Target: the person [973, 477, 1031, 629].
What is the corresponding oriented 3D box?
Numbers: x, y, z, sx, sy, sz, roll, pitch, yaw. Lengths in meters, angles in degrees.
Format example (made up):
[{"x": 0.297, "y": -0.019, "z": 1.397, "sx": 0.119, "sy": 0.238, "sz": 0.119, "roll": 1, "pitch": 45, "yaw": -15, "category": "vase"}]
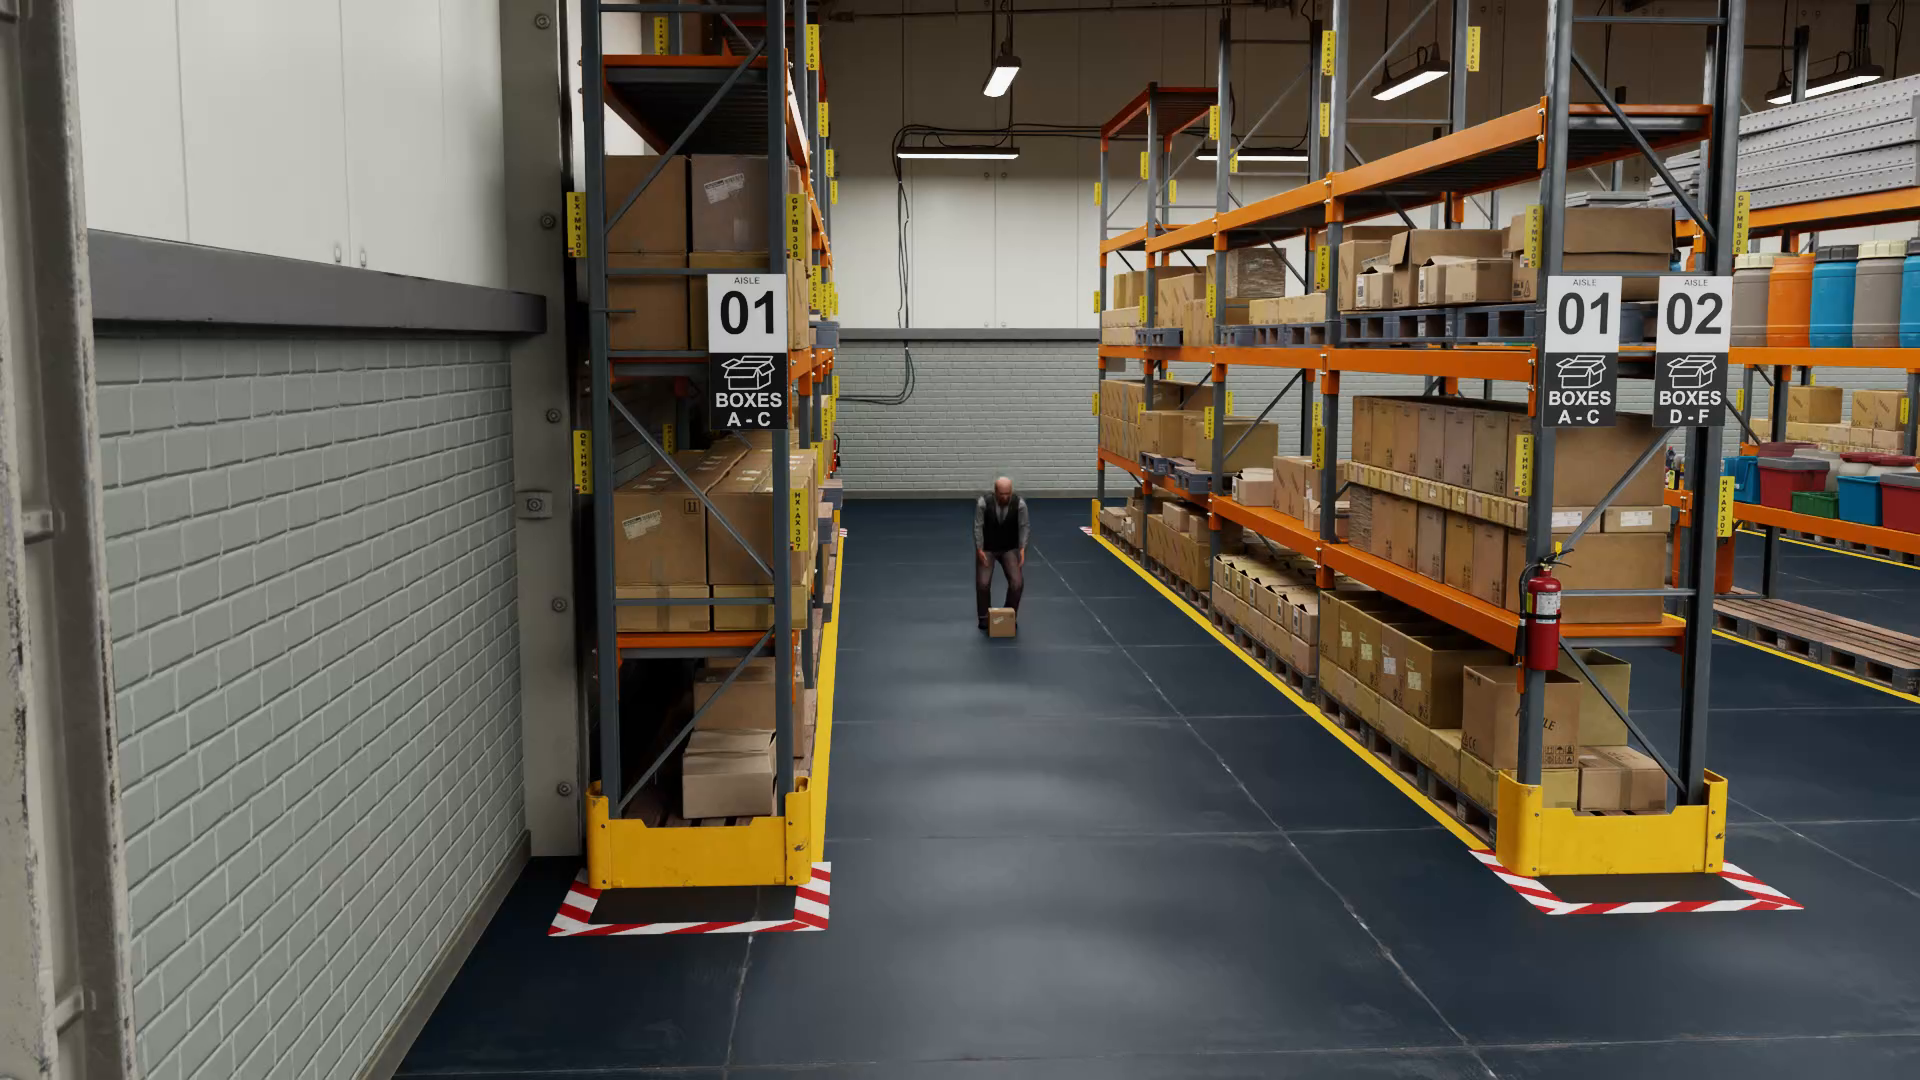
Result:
[{"x": 0.413, "y": 0.119, "z": 16.671, "sx": 0.586, "sy": 1.538, "sz": 0.602, "roll": 0, "pitch": 7, "yaw": -3, "category": "person"}]
